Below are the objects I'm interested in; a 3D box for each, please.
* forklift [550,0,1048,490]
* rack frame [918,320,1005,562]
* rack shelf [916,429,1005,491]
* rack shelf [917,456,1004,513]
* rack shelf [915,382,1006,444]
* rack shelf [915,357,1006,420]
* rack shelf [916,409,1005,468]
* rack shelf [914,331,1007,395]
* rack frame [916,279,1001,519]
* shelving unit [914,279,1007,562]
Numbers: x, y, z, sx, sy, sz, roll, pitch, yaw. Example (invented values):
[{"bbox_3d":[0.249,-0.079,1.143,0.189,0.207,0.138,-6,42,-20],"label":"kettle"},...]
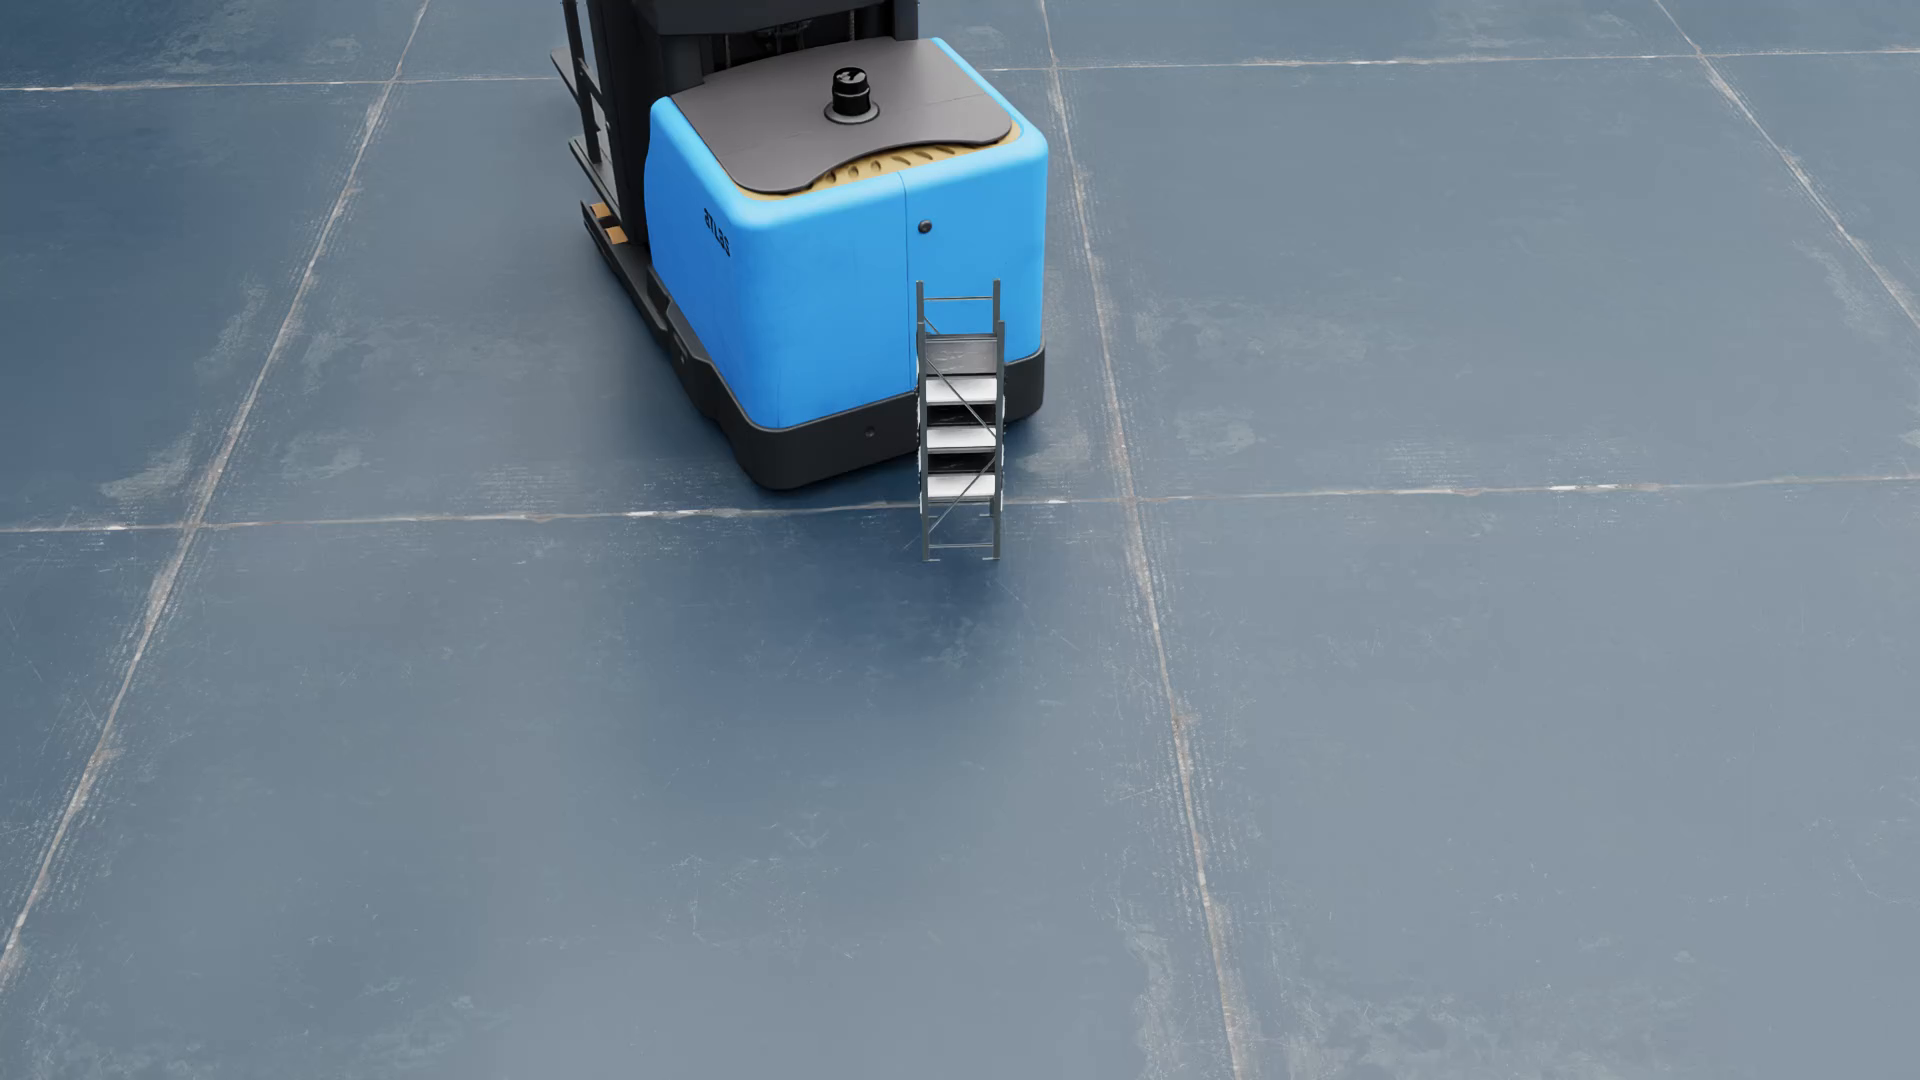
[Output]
[{"bbox_3d":[-0.817,-2.237,5.522,1.130,2.935,3.031,-18,46,-19],"label":"forklift"},{"bbox_3d":[0.004,-0.269,4.877,0.240,0.900,0.006,-2,43,-2],"label":"rack frame"},{"bbox_3d":[0.000,-0.246,5.035,0.258,0.077,0.200,-2,43,-2],"label":"rack shelf"},{"bbox_3d":[0.000,-0.180,5.096,0.258,0.077,0.200,-2,43,-2],"label":"rack shelf"},{"bbox_3d":[0.000,-0.379,4.914,0.258,0.077,0.200,-2,43,-2],"label":"rack shelf"},{"bbox_3d":[0.000,-0.445,4.853,0.258,0.077,0.200,-2,43,-2],"label":"rack shelf"},{"bbox_3d":[0.000,-0.313,4.974,0.258,0.077,0.200,-2,43,-2],"label":"rack shelf"},{"bbox_3d":[0.000,-0.512,4.792,0.258,0.077,0.200,-2,43,-2],"label":"rack shelf"},{"bbox_3d":[-0.005,-0.406,5.027,0.240,0.900,0.006,-2,43,-2],"label":"rack frame"},{"bbox_3d":[0.000,-0.337,4.952,0.258,0.900,0.210,-2,43,-2],"label":"shelving unit"}]
